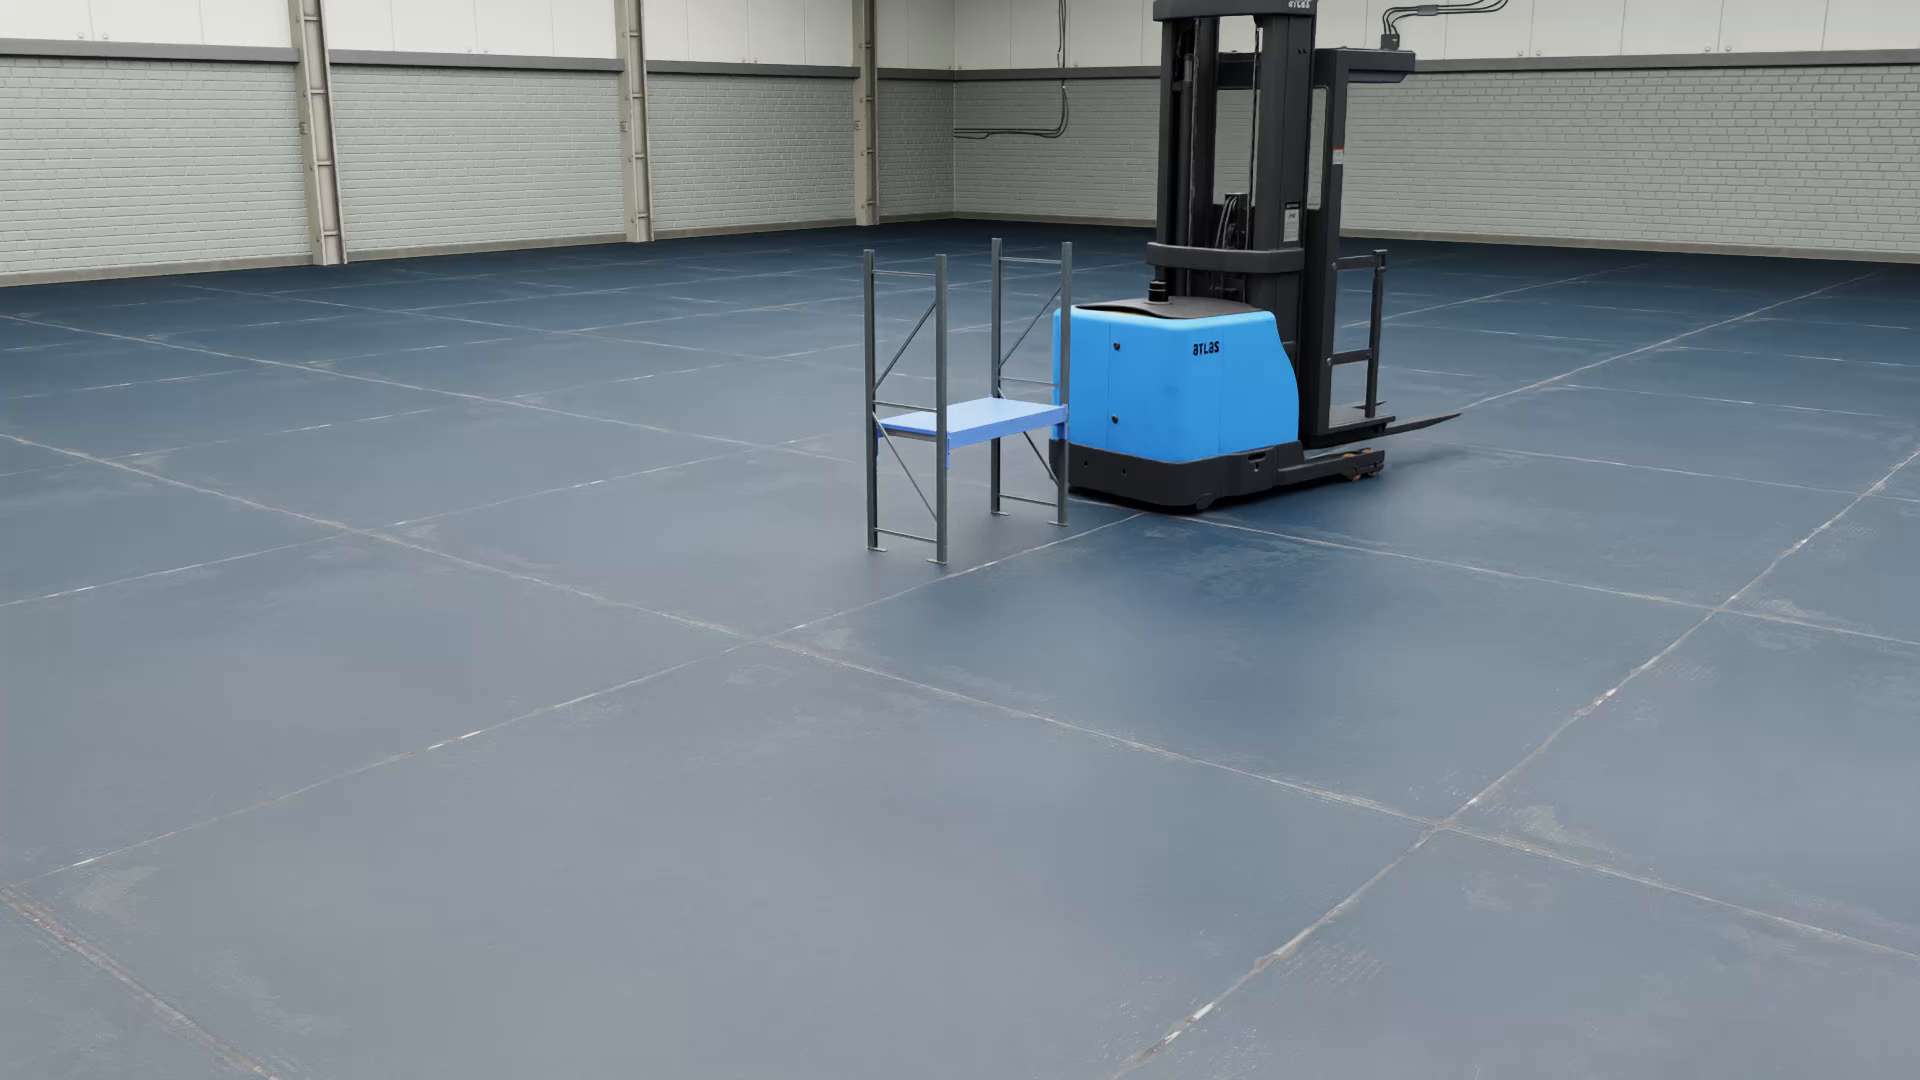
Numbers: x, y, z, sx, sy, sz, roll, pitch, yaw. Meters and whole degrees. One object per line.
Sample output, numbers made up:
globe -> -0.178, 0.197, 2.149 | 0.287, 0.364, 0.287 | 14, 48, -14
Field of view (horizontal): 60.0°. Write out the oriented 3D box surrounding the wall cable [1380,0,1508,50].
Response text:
wall cable -> 8.359, -11.332, 28.048 | 2.305, 6.003, 0.169 | 11, 18, 38

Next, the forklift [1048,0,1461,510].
forklift -> 1.964, -1.864, 10.007 | 3.031, 2.935, 1.130 | -12, 19, -39

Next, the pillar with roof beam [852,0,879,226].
pillar with roof beam -> 1.453, -10.130, 30.224 | 9.100, 9.000, 0.400 | 11, 18, 38

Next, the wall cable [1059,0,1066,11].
wall cable -> 3.089, -11.680, 32.374 | 3.097, 2.526, 0.112 | 11, 18, 38

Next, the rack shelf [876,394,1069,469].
rack shelf -> 0.054, -0.569, 8.547 | 0.538, 0.185, 1.000 | 11, 18, 38

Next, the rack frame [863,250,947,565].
rack frame -> -0.266, -0.646, 8.119 | 0.500, 1.500, 0.032 | 11, 18, 38

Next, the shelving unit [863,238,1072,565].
shelving unit -> 0.054, -0.743, 8.503 | 0.538, 1.500, 1.048 | 11, 18, 38

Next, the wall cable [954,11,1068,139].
wall cable -> 0.985, -9.651, 34.644 | 3.097, 2.526, 0.112 | 11, 18, 38

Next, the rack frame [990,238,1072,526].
rack frame -> 0.373, -0.841, 8.886 | 0.500, 1.500, 0.032 | 11, 18, 38

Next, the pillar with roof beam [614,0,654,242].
pillar with roof beam -> -2.318, -8.981, 25.701 | 9.100, 9.000, 0.400 | 11, 18, 38

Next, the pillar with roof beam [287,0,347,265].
pillar with roof beam -> -6.089, -7.832, 21.178 | 9.100, 9.000, 0.400 | 11, 18, 38
